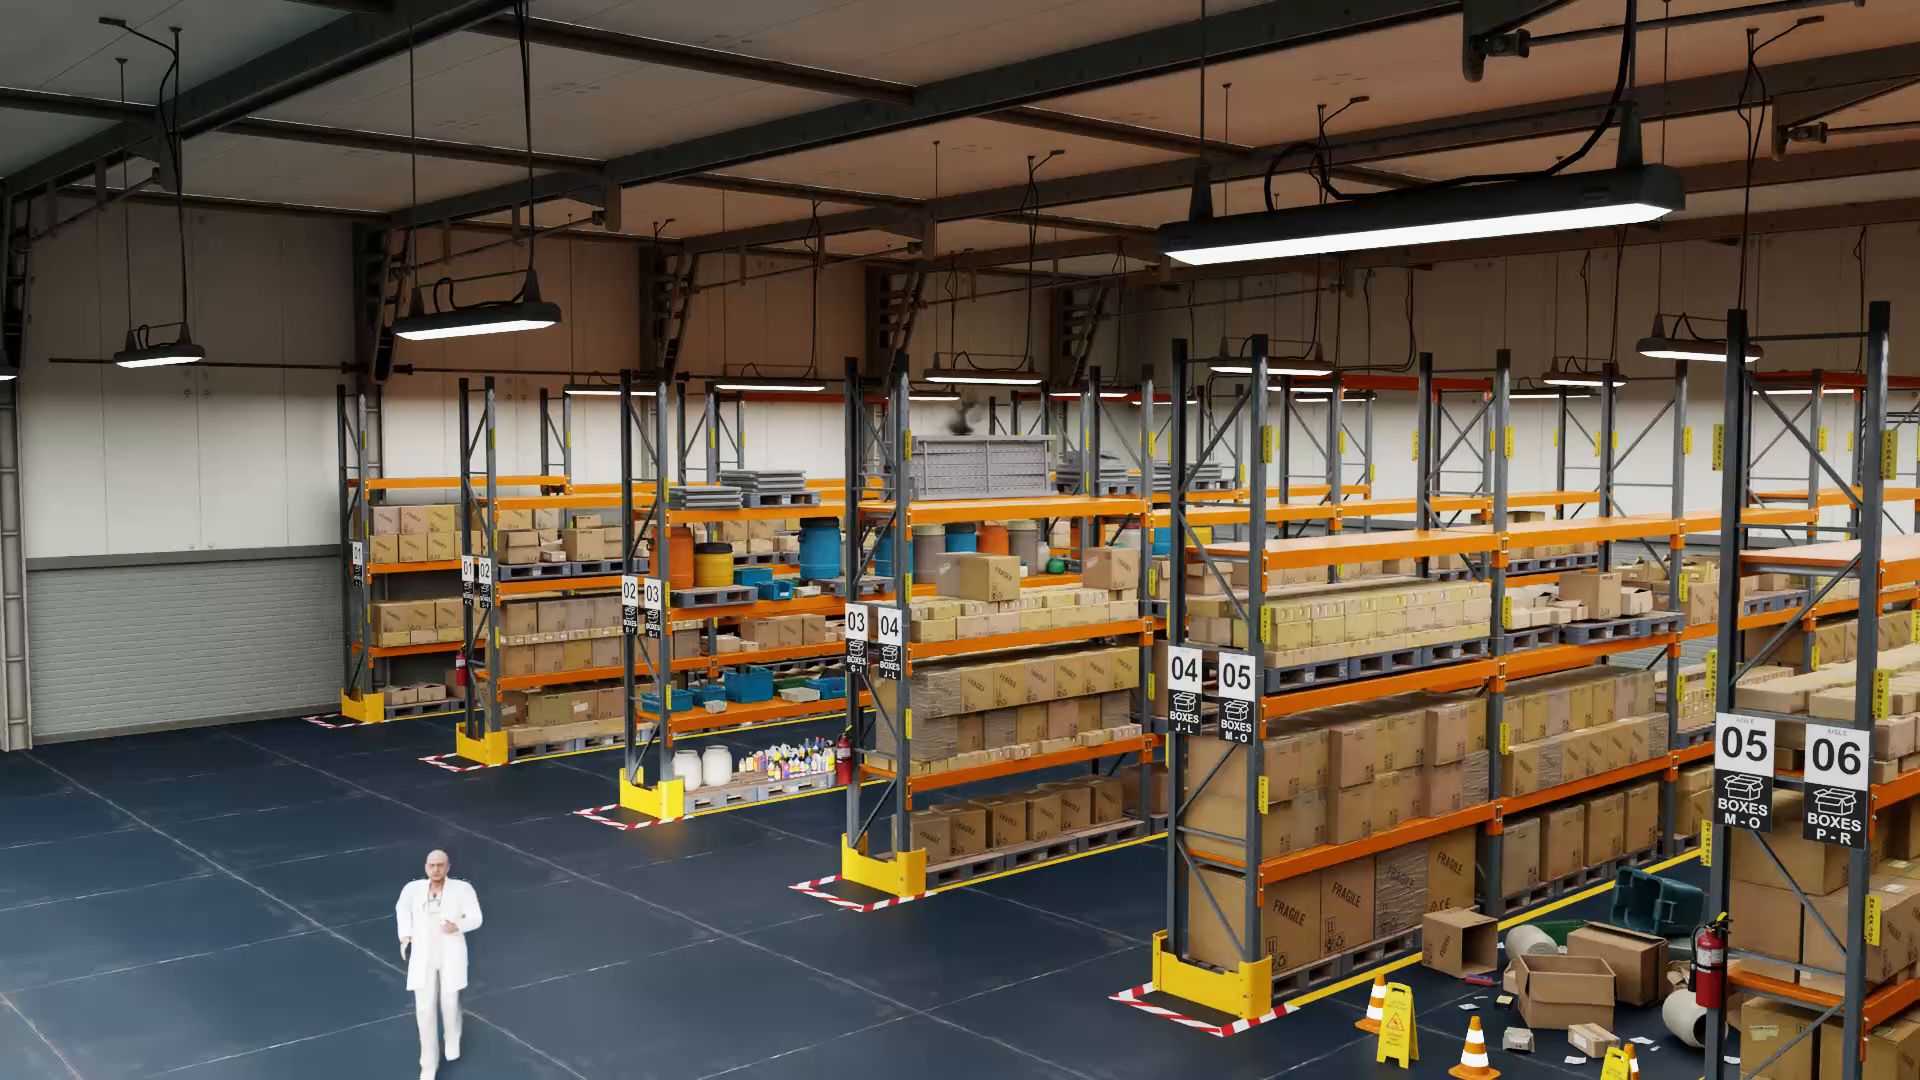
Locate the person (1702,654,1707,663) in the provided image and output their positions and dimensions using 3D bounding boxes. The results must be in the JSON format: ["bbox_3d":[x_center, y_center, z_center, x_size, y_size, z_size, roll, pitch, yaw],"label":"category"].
[{"bbox_3d":[11.731,2.610,25.842,0.680,1.752,0.720,-3,5,-37],"label":"person"}]

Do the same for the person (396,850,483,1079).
[{"bbox_3d":[-4.190,3.391,13.369,0.694,1.822,0.876,-1,4,-11],"label":"person"}]
